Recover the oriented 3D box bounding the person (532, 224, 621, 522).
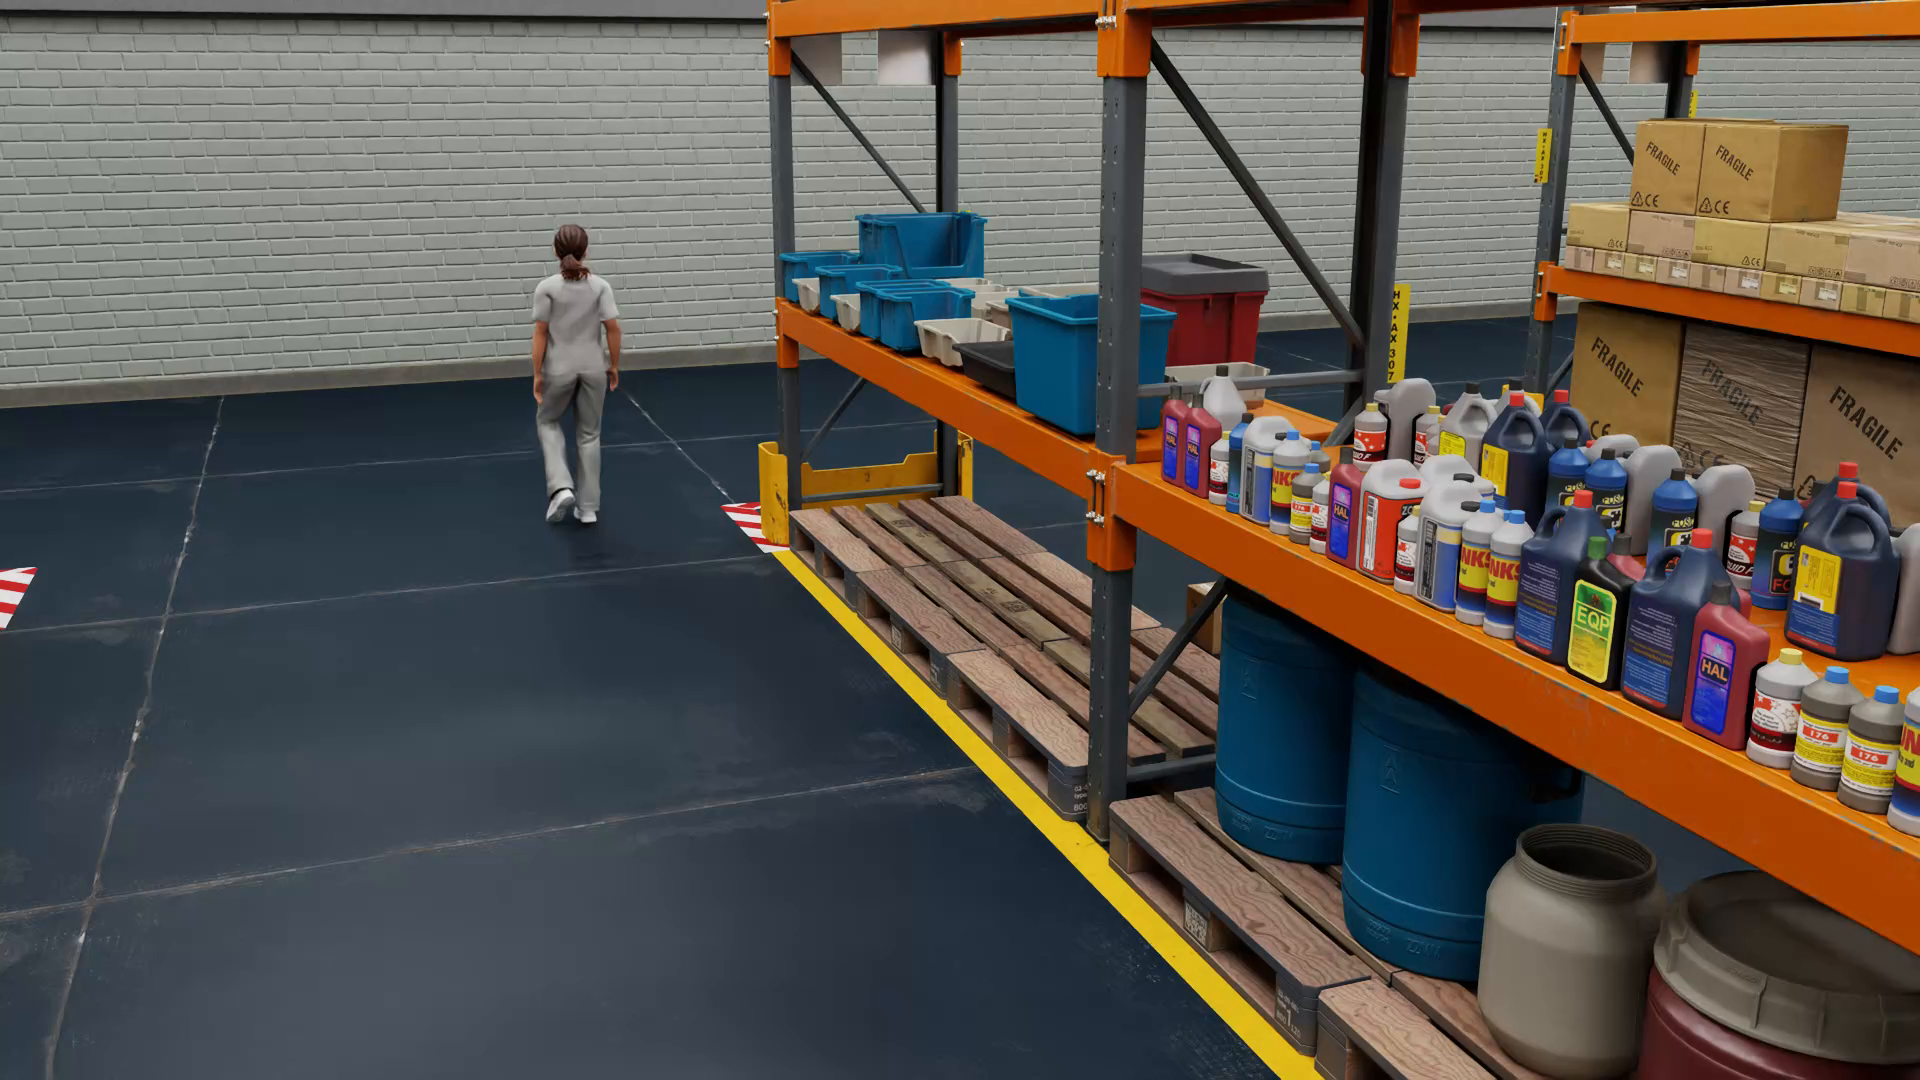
[{"bbox_3d":[-2.125,-0.909,9.221,0.493,1.674,0.492,-5,17,-19],"label":"person"}]
